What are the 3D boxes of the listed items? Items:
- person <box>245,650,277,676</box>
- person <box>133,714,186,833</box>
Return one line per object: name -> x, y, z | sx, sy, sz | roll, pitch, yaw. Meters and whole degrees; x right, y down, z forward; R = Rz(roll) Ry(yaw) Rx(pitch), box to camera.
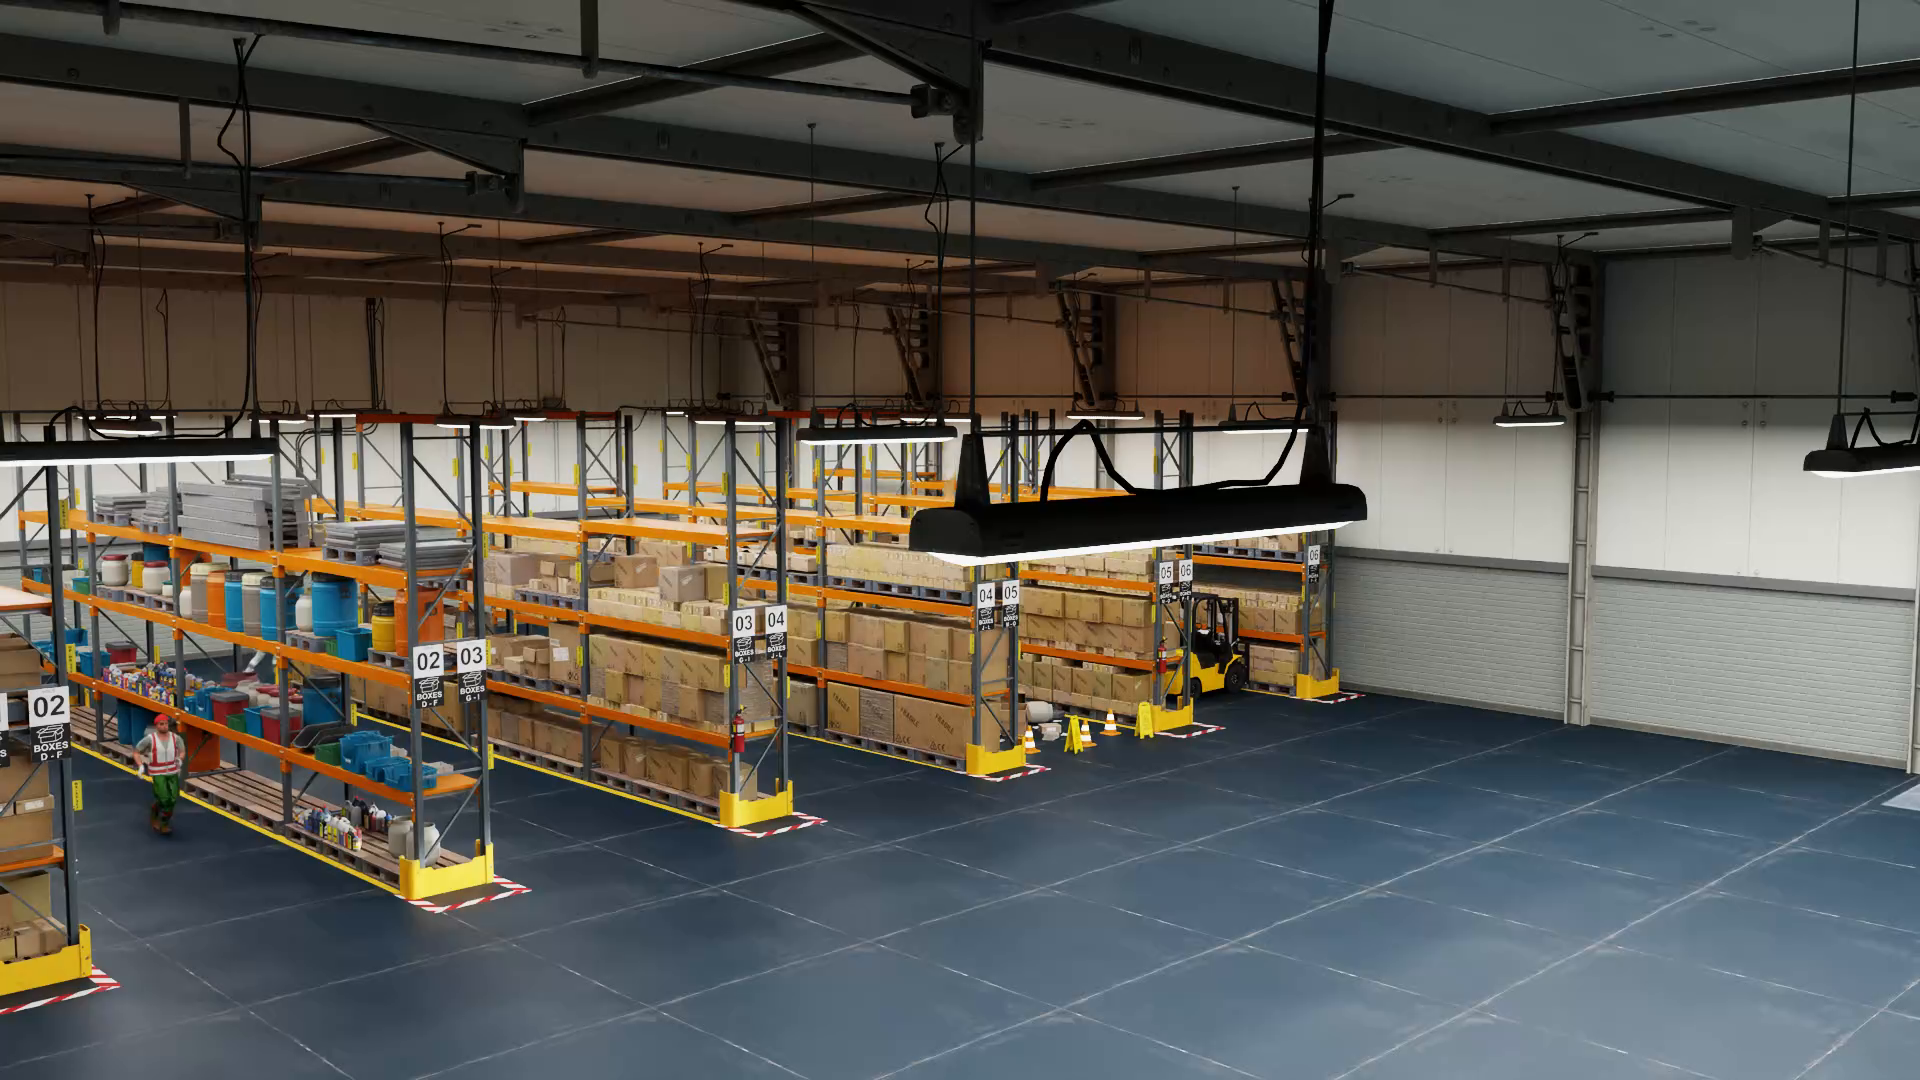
person -> -15.471, 2.214, 37.055 | 0.930, 1.797, 0.668 | -4, 6, -37
person -> -11.426, 3.373, 23.891 | 0.603, 1.739, 0.664 | 5, 7, 43
